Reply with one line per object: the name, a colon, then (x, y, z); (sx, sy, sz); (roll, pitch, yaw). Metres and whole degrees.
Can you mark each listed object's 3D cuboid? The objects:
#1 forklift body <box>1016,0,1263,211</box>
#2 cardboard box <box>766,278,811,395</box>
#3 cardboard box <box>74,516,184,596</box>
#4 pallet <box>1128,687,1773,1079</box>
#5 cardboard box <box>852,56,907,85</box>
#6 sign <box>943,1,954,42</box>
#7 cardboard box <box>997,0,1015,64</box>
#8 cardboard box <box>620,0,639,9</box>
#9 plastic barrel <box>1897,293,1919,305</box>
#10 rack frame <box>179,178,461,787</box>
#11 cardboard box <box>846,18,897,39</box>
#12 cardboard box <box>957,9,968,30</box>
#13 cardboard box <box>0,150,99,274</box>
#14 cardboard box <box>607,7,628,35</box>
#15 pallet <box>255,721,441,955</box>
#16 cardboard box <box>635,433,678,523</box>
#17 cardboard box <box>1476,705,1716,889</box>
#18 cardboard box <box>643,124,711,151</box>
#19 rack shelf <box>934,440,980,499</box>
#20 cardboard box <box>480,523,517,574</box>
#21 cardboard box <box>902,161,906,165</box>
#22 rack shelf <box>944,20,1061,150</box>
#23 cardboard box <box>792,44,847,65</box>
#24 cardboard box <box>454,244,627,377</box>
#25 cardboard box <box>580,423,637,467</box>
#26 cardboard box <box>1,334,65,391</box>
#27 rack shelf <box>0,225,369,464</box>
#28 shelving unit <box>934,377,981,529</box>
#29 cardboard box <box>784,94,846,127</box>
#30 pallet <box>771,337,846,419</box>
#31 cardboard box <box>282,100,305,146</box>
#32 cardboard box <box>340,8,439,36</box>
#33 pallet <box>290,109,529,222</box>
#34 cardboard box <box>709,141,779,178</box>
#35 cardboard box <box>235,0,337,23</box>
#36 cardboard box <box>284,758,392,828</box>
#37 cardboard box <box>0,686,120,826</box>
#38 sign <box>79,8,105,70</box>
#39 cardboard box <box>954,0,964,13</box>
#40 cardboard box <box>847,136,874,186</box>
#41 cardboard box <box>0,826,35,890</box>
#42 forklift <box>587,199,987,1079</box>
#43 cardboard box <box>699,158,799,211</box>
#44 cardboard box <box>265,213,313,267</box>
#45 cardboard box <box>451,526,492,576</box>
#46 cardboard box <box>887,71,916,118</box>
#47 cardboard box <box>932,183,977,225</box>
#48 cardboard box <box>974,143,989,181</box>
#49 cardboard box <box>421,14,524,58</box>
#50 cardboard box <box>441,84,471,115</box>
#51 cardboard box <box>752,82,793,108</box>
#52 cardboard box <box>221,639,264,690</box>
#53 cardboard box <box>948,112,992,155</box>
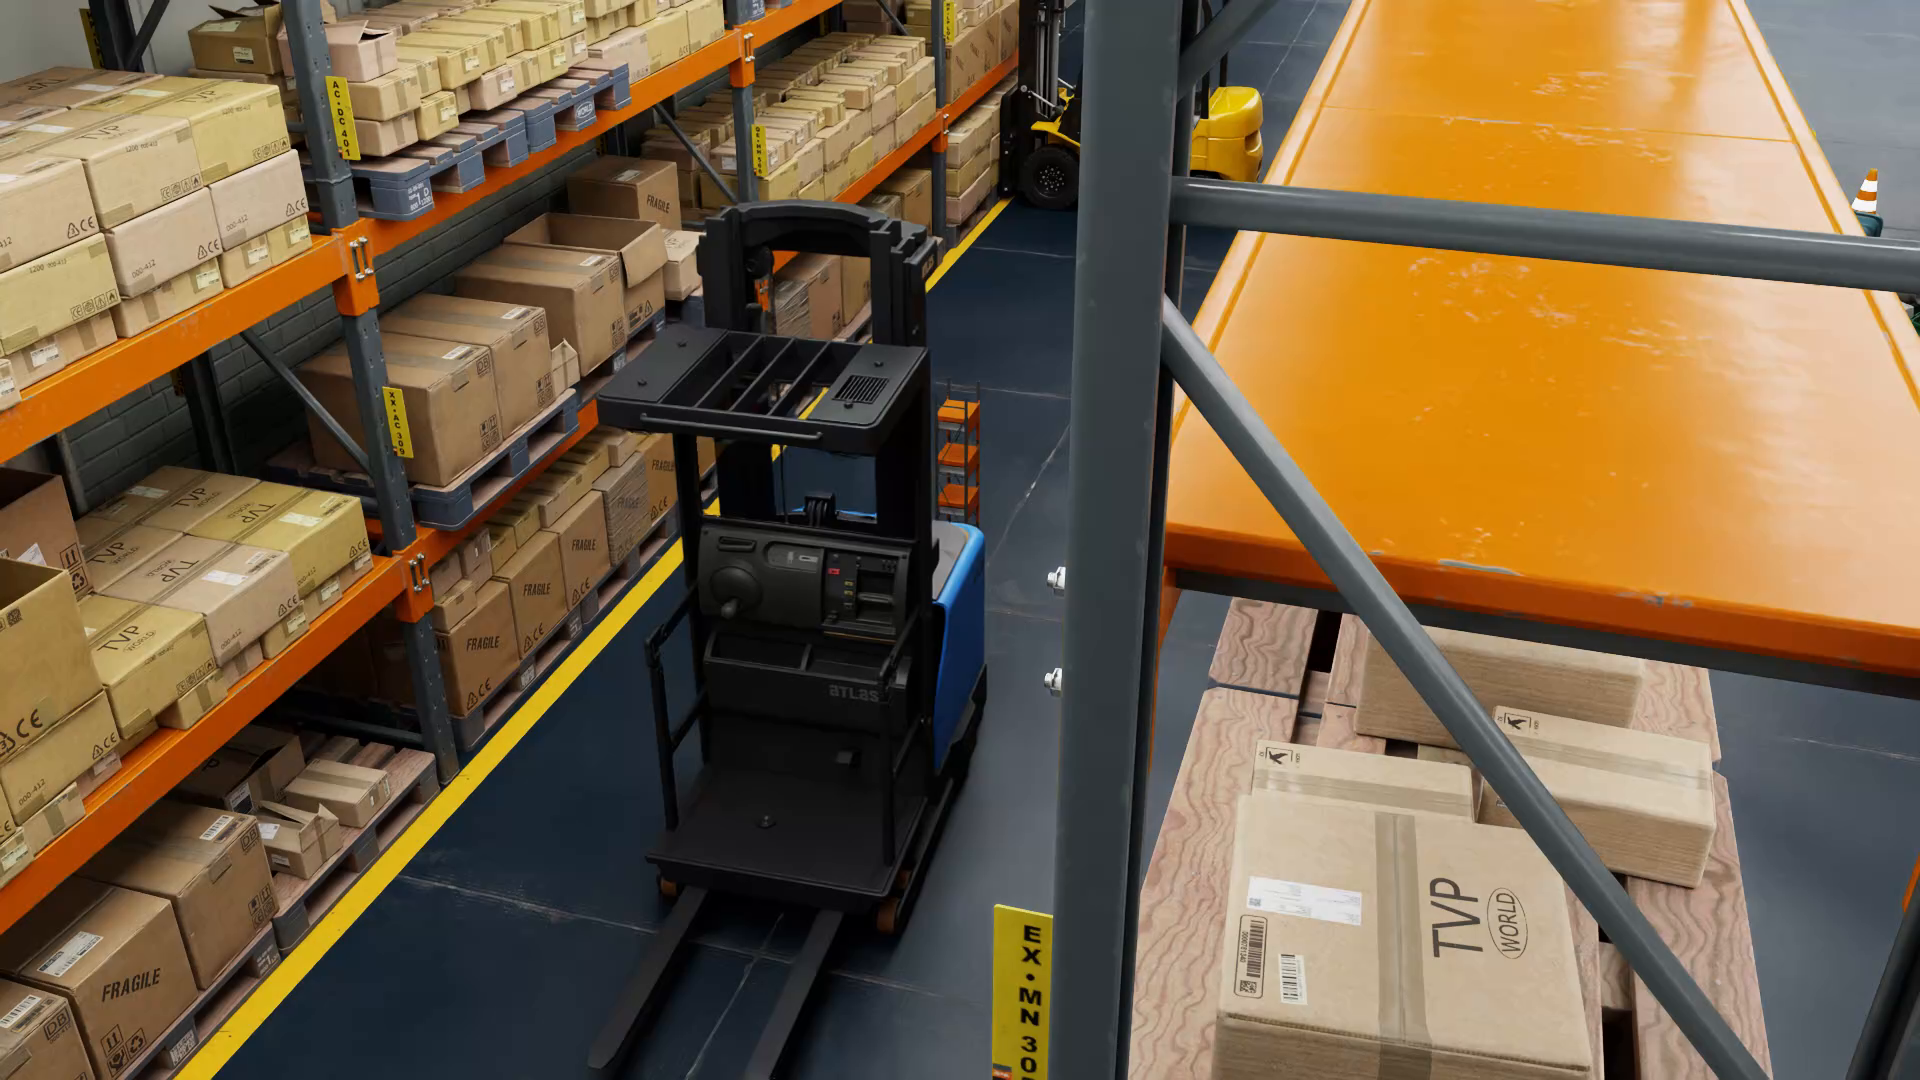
forklift body: (1.744, -4.269, 15.747); (2.313, 2.155, 1.214); (8, 30, 15)
cardboard box: (-1.595, -1.498, 11.902); (0.875, 0.625, 0.625); (9, 30, 16)
cardboard box: (-3.510, 0.156, 6.767); (0.500, 0.250, 0.500); (8, 30, 14)
pallet: (0.814, 0.742, 2.871); (1.003, 0.211, 1.213); (8, 30, 15)
cardboard box: (-0.636, -3.690, 13.062); (0.380, 0.149, 0.250); (8, 30, 13)
sign: (-0.096, -4.321, 13.858); (0.100, 0.325, 0.005); (8, 30, 15)
cardboard box: (0.215, -4.846, 15.808); (0.500, 0.500, 0.500); (9, 30, 15)
cardboard box: (-1.919, -2.926, 8.812); (0.380, 0.149, 0.250); (8, 30, 14)
plastic barrel: (7.757, -2.177, 13.763); (0.421, 0.421, 0.512); (-17, 34, -28)
rack frame: (-2.966, -0.205, 7.568); (1.000, 3.000, 0.127); (8, 30, 15)
cardboard box: (-0.769, -4.436, 14.404); (0.380, 0.149, 0.250); (8, 30, 15)
cardboard box: (-0.148, -4.606, 14.710); (0.380, 0.149, 0.250); (8, 30, 15)
cardboard box: (-3.181, -1.058, 5.351); (0.500, 0.250, 0.500); (9, 30, 16)
cardboard box: (-2.014, -2.818, 8.923); (0.380, 0.149, 0.250); (9, 30, 15)
pallet: (-3.168, 1.333, 7.673); (1.003, 0.211, 1.213); (8, 30, 15)
cardboard box: (-2.018, -0.453, 10.154); (0.500, 0.500, 0.500); (10, 31, 17)
cardboard box: (1.146, 0.459, 3.012); (0.380, 0.149, 0.250); (10, 30, 17)
cardboard box: (-1.919, -2.709, 11.299); (0.380, 0.149, 0.250); (9, 30, 16)
rack shelf: (-0.016, -0.425, 9.990); (0.215, 0.259, 0.240); (8, 30, 15)
cardboard box: (-2.534, 0.031, 8.616); (0.380, 0.149, 0.250); (7, 30, 12)
cardboard box: (-0.658, -3.598, 15.035); (0.500, 0.250, 0.500); (9, 30, 16)
rack shelf: (-0.030, -4.538, 16.097); (1.077, 0.370, 4.000); (8, 30, 15)
cardboard box: (-1.129, -3.884, 13.412); (0.380, 0.149, 0.250); (8, 30, 15)
cardboard box: (-2.227, -1.231, 8.877); (0.700, 0.500, 0.500); (8, 30, 15)
cardboard box: (-2.110, -0.561, 9.680); (0.380, 0.149, 0.250); (7, 30, 12)
cardboard box: (-3.202, -0.608, 5.466); (0.380, 0.149, 0.250); (9, 30, 15)
rack shelf: (-3.553, -0.272, 5.343); (1.077, 0.370, 4.000); (8, 30, 15)
shelving unit: (-0.016, -0.434, 9.985); (0.215, 1.050, 0.252); (8, 30, 15)
cardboard box: (-1.048, -3.098, 11.999); (0.380, 0.149, 0.250); (9, 30, 16)
pallet: (-1.513, -1.222, 12.265); (1.003, 0.211, 1.213); (8, 30, 15)
cardboard box: (-2.943, -1.784, 7.045); (0.380, 0.149, 0.250); (8, 30, 15)
cardboard box: (-2.683, -2.398, 7.842); (0.380, 0.149, 0.250); (8, 30, 13)
pallet: (-2.707, -1.727, 7.411); (1.213, 0.211, 1.003); (8, 30, 15)
cardboard box: (-1.416, -2.497, 10.918); (0.380, 0.149, 0.250); (9, 30, 16)
cardboard box: (-2.895, -2.224, 7.103); (0.396, 0.266, 0.258); (8, 30, 15)
cardboard box: (-2.848, 1.158, 7.618); (0.380, 0.149, 0.250); (8, 30, 13)
cardboard box: (-3.326, 0.706, 5.779); (0.500, 0.250, 0.500); (8, 30, 14)
sign: (-3.497, -1.991, 6.757); (0.100, 0.325, 0.005); (8, 30, 15)
cardboard box: (-0.184, -4.740, 14.644); (0.380, 0.149, 0.250); (8, 30, 14)
cardboard box: (-0.977, -2.884, 12.538); (0.500, 0.250, 0.500); (9, 30, 16)
cardboard box: (-3.355, 1.058, 5.555); (0.380, 0.149, 0.250); (8, 30, 13)
forklift: (-0.716, 0.222, 6.871); (1.130, 2.935, 3.031); (7, 30, 12)
cardboard box: (-1.404, -2.385, 11.126); (0.500, 0.250, 0.500); (8, 30, 15)
cardboard box: (-2.789, -1.197, 6.524); (0.380, 0.149, 0.250); (8, 30, 15)
cardboard box: (-2.576, 0.034, 8.305); (0.380, 0.149, 0.250); (7, 30, 12)
cardboard box: (-0.661, -3.571, 13.259); (0.500, 0.250, 0.500); (8, 30, 14)
cardboard box: (-0.159, -3.082, 15.137); (0.500, 0.250, 0.500); (9, 30, 15)
cardboard box: (-0.034, -3.538, 15.442); (0.500, 0.250, 0.500); (8, 30, 15)
cardboard box: (-2.264, -2.336, 7.731); (0.380, 0.149, 0.250); (9, 30, 16)
cardboard box: (-2.408, -1.962, 7.365); (0.380, 0.149, 0.250); (9, 30, 15)
cardboard box: (-1.457, -3.287, 12.339); (0.380, 0.149, 0.250); (9, 30, 16)
cardboard box: (-3.030, 0.455, 6.639); (0.380, 0.149, 0.250); (9, 30, 16)
cardboard box: (-0.016, -3.758, 15.323); (0.500, 0.250, 0.500); (9, 30, 15)
